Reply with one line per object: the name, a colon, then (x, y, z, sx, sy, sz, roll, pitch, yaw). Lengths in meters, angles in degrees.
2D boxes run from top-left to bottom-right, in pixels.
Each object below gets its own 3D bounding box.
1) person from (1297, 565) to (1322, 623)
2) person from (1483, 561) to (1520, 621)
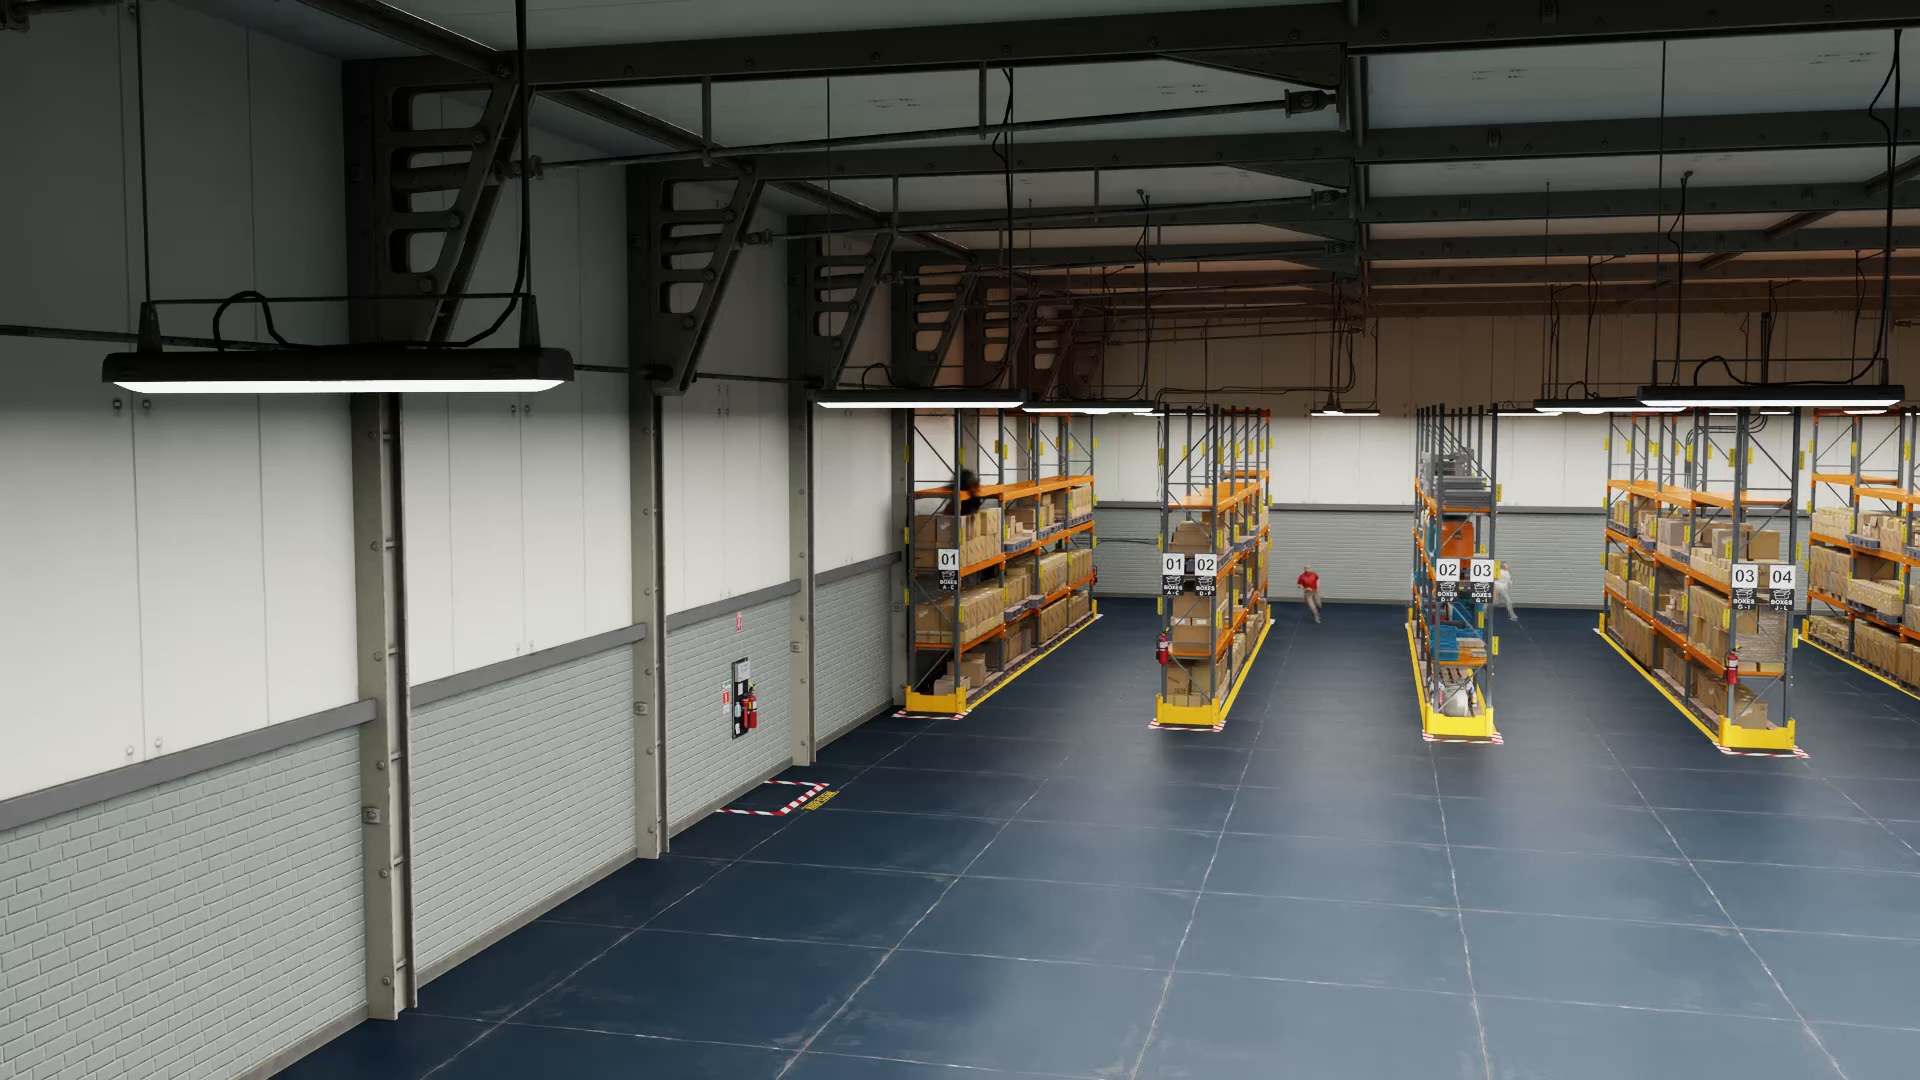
person: (9.822, 1.506, 46.588, 0.740, 1.643, 0.575, 0, 4, -3)
person: (15.474, 1.435, 47.456, 1.073, 1.711, 0.581, 2, 5, 30)
